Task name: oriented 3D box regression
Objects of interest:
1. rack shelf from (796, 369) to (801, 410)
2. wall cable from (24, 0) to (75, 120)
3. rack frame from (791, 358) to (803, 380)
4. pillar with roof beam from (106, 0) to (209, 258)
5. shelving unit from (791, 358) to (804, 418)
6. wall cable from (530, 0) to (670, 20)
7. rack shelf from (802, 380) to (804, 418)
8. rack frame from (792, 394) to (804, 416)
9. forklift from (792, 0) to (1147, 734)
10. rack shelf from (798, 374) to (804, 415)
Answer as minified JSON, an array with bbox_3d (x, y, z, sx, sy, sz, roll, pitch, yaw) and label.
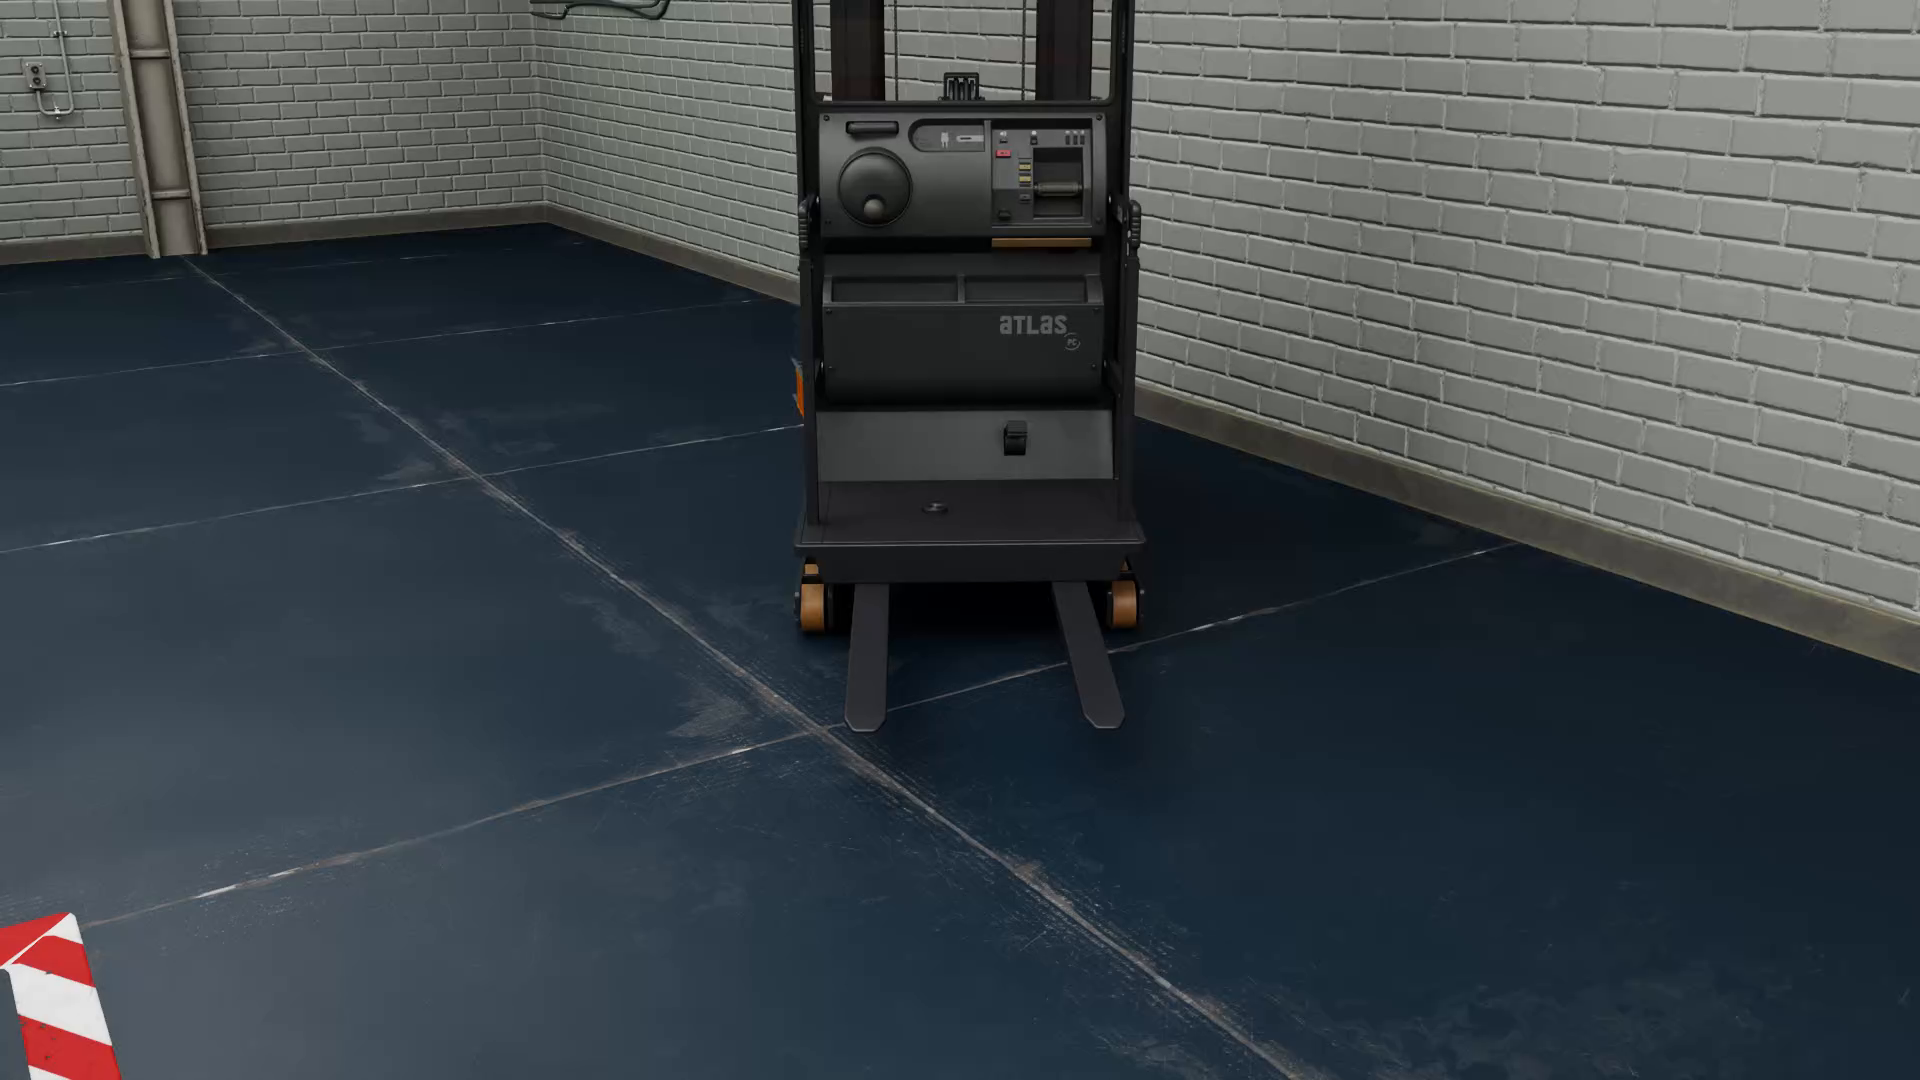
[{"bbox_3d":[-0.673,-0.744,8.146,0.258,0.180,0.103,-4,19,-12],"label":"rack shelf"},{"bbox_3d":[-7.222,-3.867,11.412,1.851,1.984,0.084,-12,22,-31],"label":"wall cable"},{"bbox_3d":[-0.606,-0.734,7.825,0.240,0.006,1.200,-4,19,-12],"label":"rack frame"},{"bbox_3d":[-3.624,-5.304,7.884,0.400,9.000,9.100,-12,22,-31],"label":"pillar with roof beam"},{"bbox_3d":[-0.606,-0.647,7.853,0.258,0.189,1.200,-4,19,-12],"label":"shelving unit"},{"bbox_3d":[-2.851,-5.178,12.360,0.112,2.526,3.097,-12,22,-31],"label":"wall cable"},{"bbox_3d":[-0.622,-0.670,7.923,0.258,0.180,0.103,-4,19,-12],"label":"rack shelf"},{"bbox_3d":[-0.606,-0.560,7.882,0.240,0.006,1.200,-4,19,-12],"label":"rack frame"},{"bbox_3d":[0.019,-1.189,5.186,1.130,2.935,3.031,-1,19,-2],"label":"forklift"},{"bbox_3d":[-0.647,-0.707,8.035,0.258,0.180,0.103,-4,19,-12],"label":"rack shelf"}]
